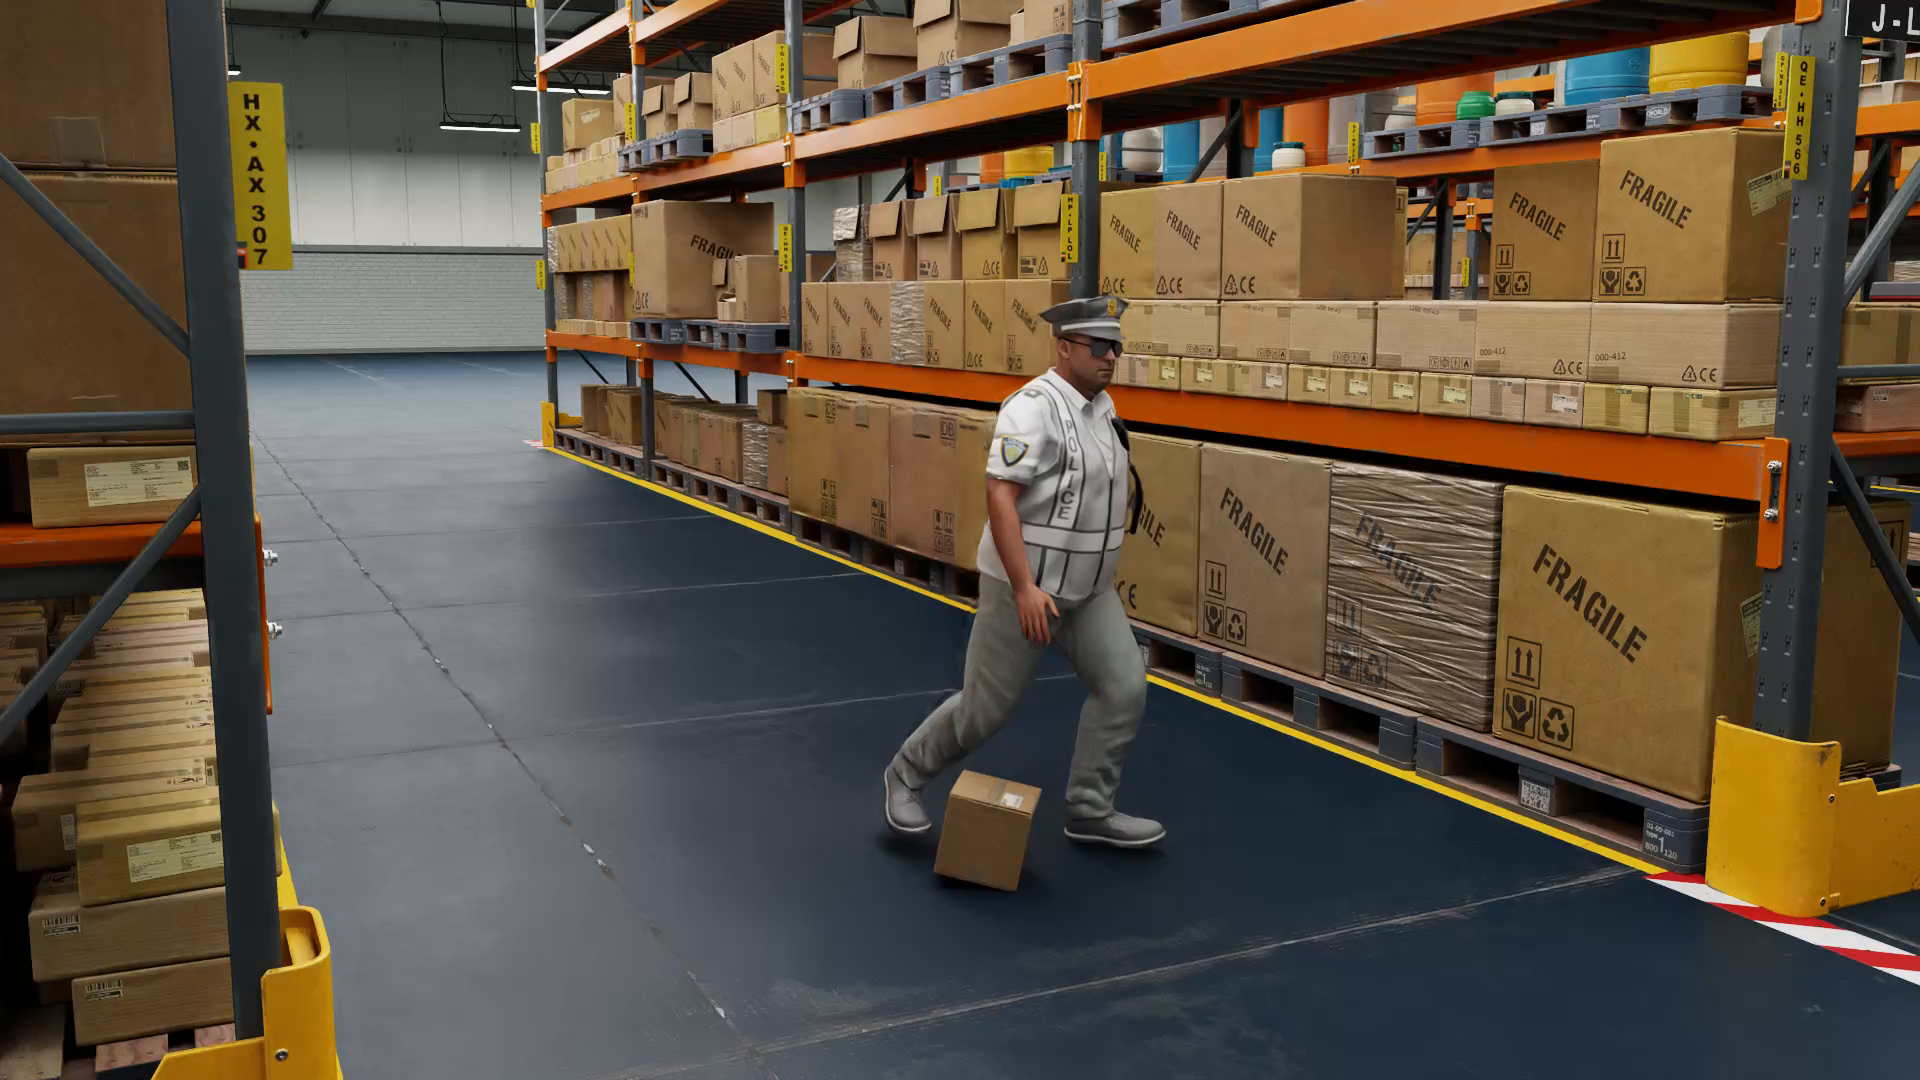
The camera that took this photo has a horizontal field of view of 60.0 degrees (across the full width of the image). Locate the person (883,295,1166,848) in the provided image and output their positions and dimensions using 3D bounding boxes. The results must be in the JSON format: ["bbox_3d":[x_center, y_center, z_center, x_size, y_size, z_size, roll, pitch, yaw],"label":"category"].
[{"bbox_3d":[0.181,0.101,5.137,0.836,1.699,0.637,7,11,40],"label":"person"}]
